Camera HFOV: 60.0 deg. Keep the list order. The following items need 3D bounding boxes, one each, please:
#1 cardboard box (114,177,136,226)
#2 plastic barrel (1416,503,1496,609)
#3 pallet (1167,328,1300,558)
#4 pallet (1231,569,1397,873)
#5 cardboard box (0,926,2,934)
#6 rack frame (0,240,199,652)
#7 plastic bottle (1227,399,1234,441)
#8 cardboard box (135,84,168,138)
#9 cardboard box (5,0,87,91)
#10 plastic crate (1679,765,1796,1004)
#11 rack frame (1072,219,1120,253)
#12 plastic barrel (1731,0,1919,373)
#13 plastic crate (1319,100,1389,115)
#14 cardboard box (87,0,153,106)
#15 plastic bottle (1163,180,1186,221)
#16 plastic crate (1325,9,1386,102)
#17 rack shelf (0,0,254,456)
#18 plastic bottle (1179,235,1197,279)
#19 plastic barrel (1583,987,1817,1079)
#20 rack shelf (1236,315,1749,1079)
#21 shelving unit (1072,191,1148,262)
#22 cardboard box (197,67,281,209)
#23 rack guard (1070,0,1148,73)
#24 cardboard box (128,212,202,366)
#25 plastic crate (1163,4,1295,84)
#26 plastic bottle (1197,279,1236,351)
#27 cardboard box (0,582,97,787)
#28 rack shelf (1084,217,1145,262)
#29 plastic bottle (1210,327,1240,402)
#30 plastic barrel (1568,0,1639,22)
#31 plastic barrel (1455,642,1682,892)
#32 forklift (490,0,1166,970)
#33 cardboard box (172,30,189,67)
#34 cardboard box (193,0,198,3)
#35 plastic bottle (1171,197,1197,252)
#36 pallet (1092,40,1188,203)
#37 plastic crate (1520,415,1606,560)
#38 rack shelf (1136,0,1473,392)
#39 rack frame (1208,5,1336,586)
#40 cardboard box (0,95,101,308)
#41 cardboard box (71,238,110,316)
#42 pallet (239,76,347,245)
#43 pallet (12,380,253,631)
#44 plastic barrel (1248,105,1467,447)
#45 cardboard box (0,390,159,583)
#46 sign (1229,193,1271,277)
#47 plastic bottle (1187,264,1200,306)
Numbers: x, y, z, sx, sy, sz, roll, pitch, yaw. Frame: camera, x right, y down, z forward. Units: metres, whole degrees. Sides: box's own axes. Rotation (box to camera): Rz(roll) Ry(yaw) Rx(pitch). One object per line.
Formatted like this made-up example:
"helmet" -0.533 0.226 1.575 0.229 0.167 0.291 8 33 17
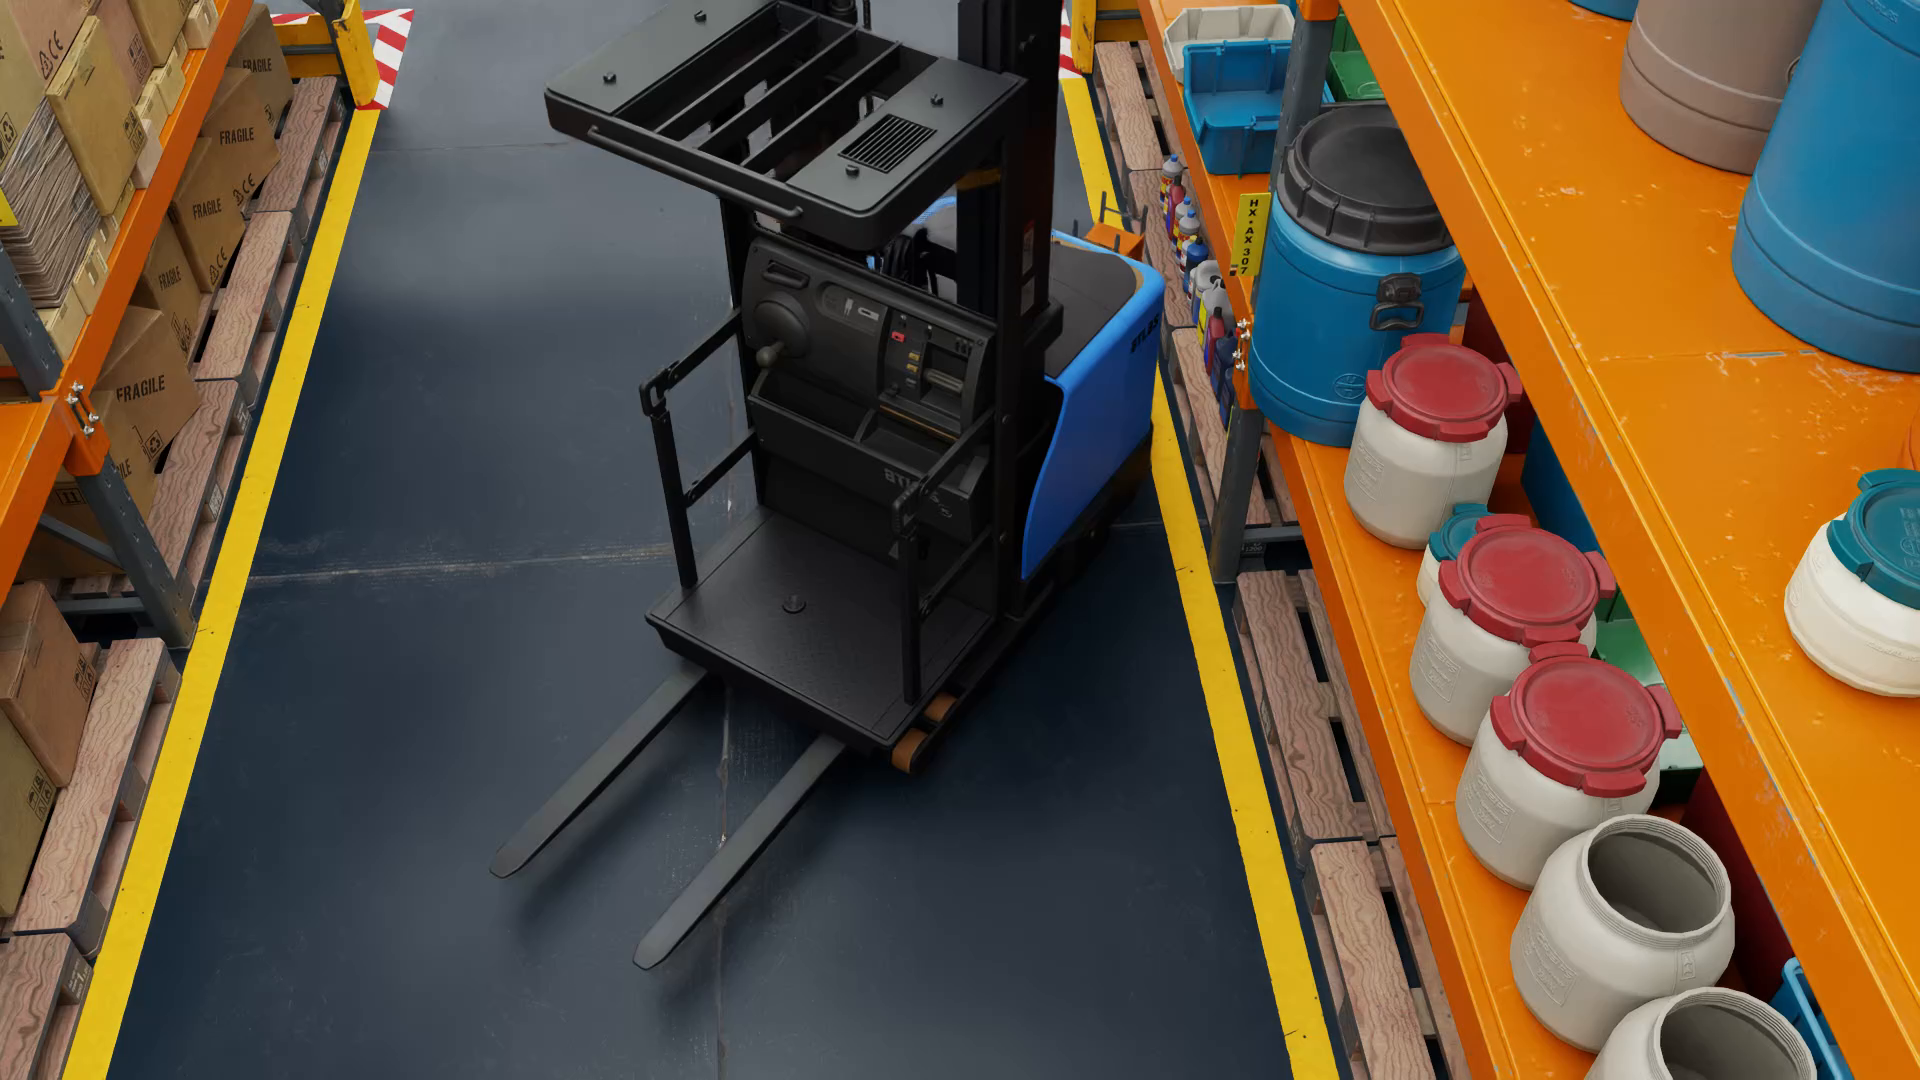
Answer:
"cardboard box" -3.245 -1.253 6.044 0.380 0.149 0.250 -3 47 -3
"plastic barrel" 1.454 0.089 4.695 0.301 0.262 0.301 0 47 0
"pallet" 1.481 -0.455 7.035 1.003 0.211 1.213 -3 47 -3
"pallet" 1.600 0.599 6.037 1.003 0.211 1.213 -3 47 -3
"cardboard box" -3.341 1.280 4.890 0.700 0.500 0.500 -7 47 -7
"rack frame" -3.440 -0.624 5.275 1.000 3.000 0.127 -3 47 -3
"plastic bottle" 1.127 -0.471 6.698 0.061 0.283 0.133 -1 47 -1
"cardboard box" -3.287 -1.615 6.386 0.380 0.149 0.250 -3 47 -3
"cardboard box" -3.268 -1.808 5.434 0.500 0.500 0.500 -3 47 -3
"plastic crate" 2.000 0.759 3.921 0.402 0.464 0.583 -3 47 -3
"rack frame" 0.516 -0.832 6.798 0.200 1.050 0.008 23 48 21
"plastic barrel" 1.864 -0.828 3.057 0.600 0.901 0.708 -3 47 -3
"plastic crate" 1.579 -1.291 5.949 0.767 0.338 0.504 -3 47 -3
"cardboard box" -3.565 -1.810 6.124 0.875 0.500 0.500 -3 47 -3
"plastic bottle" 1.011 -1.603 7.826 0.097 0.201 0.097 0 47 0
"plastic crate" 1.663 -1.852 6.584 0.450 0.188 0.662 -3 47 -3
"rack shelf" -3.607 -1.824 6.907 1.077 0.370 4.000 -3 47 -3
"plastic bottle" 1.047 -1.286 7.526 0.097 0.201 0.097 0 47 0
"plastic barrel" 1.532 1.199 3.472 0.421 0.512 0.421 0 47 0
"rack shelf" 1.663 0.769 4.451 1.077 0.370 4.000 -3 47 -3
"shelving unit" 0.578 -0.904 6.875 0.215 1.050 0.252 23 48 21
"cardboard box" -3.655 -1.920 7.935 0.500 0.500 0.500 8 47 7
"rack guard" 1.214 -2.908 9.160 1.175 0.500 0.348 -3 47 -3
"cardboard box" -3.619 -1.059 7.120 0.500 0.500 0.500 -7 47 -7
"plastic crate" 1.107 -1.994 6.754 0.530 0.136 0.437 -3 47 -3
"plastic bottle" 1.112 -0.987 7.140 0.144 0.351 0.185 -4 47 -4
"cardboard box" -3.410 0.529 5.601 0.700 0.500 0.500 -7 47 -6
"rack shelf" 0.585 -1.100 6.685 0.215 0.259 0.240 23 48 21
"plastic bottle" 1.139 -0.753 6.919 0.144 0.351 0.185 -6 47 -5
"plastic barrel" 1.755 -1.774 3.953 0.600 0.901 0.708 -3 47 -3
"plastic barrel" 1.455 0.577 4.044 0.433 0.535 0.433 0 47 0
"forklift" -0.435 -0.569 5.270 1.130 2.935 3.031 25 52 22
"cardboard box" -3.363 -1.974 6.727 0.380 0.149 0.250 -3 47 -3
"cardboard box" -3.596 -2.537 6.813 0.875 0.500 0.500 -3 47 -3
"plastic bottle" 1.031 -1.454 7.637 0.097 0.271 0.097 0 47 0
"pallet" 1.277 -2.220 8.707 1.003 0.211 1.213 -3 47 -3
"plastic crate" 1.898 -0.141 4.828 0.392 0.384 0.575 -3 47 -3
"rack shelf" 1.328 -2.125 7.192 1.077 0.370 4.000 -3 47 -3
"rack frame" 1.496 -0.925 5.560 1.000 3.000 0.127 -3 47 -3
"cardboard box" -3.416 -1.090 5.443 0.875 0.500 0.500 -3 47 -3
"cardboard box" -3.166 -0.893 5.703 0.380 0.149 0.250 -3 47 -3
"pallet" -3.736 -1.915 8.418 1.003 0.211 1.213 -3 47 -3
"pallet" -3.531 -0.149 6.746 1.003 0.211 1.213 -3 47 -3
"plastic barrel" 1.226 -0.800 5.096 0.600 0.901 0.708 -3 47 -3
"cardboard box" -3.433 -0.201 6.307 0.500 0.500 0.500 -5 47 -5
"sign" 0.947 -0.995 5.436 0.100 0.325 0.005 -3 47 -3
"plastic bottle" 1.065 -1.137 7.385 0.097 0.201 0.097 0 47 0
